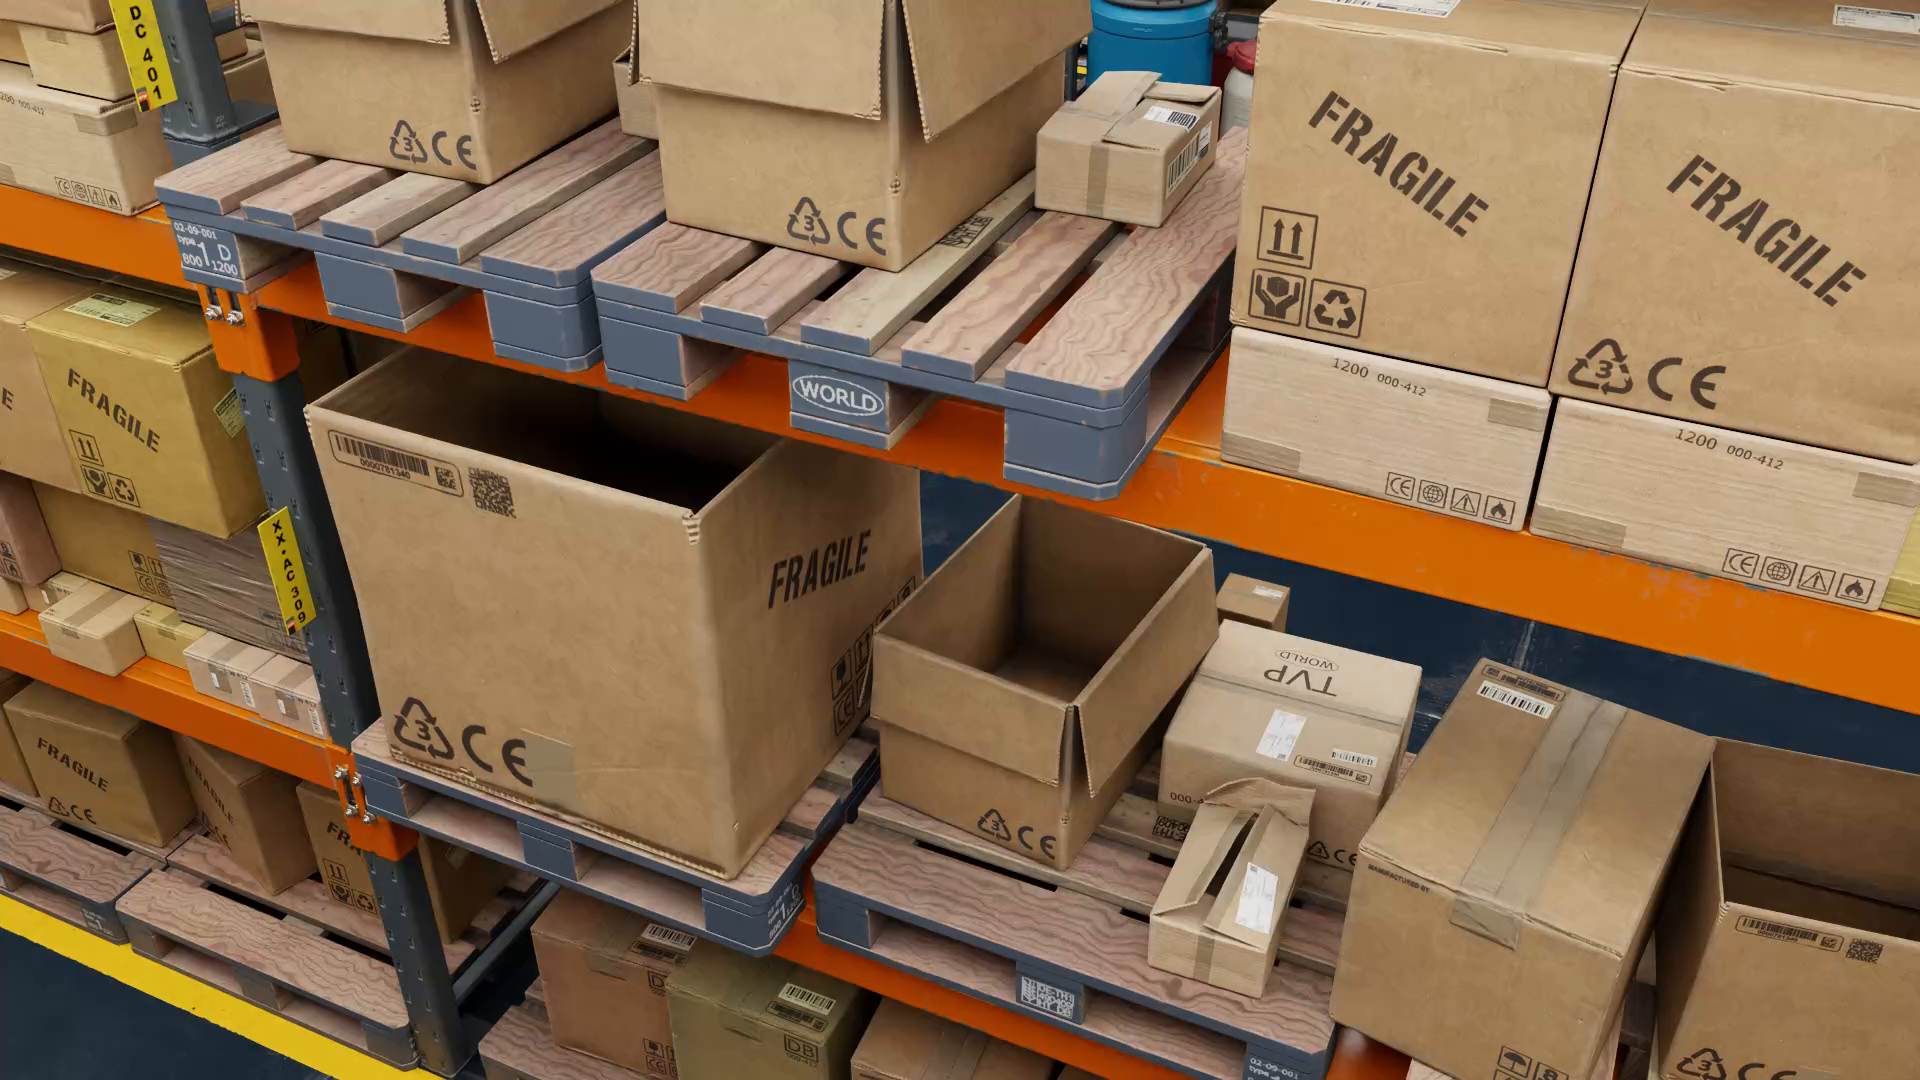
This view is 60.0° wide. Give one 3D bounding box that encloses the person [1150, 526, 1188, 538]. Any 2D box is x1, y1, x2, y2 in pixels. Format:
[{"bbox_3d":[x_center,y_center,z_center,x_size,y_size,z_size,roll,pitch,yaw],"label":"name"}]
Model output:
[{"bbox_3d":[0.741,-0.125,6.537,0.576,1.442,0.492,15,37,21],"label":"person"}]
